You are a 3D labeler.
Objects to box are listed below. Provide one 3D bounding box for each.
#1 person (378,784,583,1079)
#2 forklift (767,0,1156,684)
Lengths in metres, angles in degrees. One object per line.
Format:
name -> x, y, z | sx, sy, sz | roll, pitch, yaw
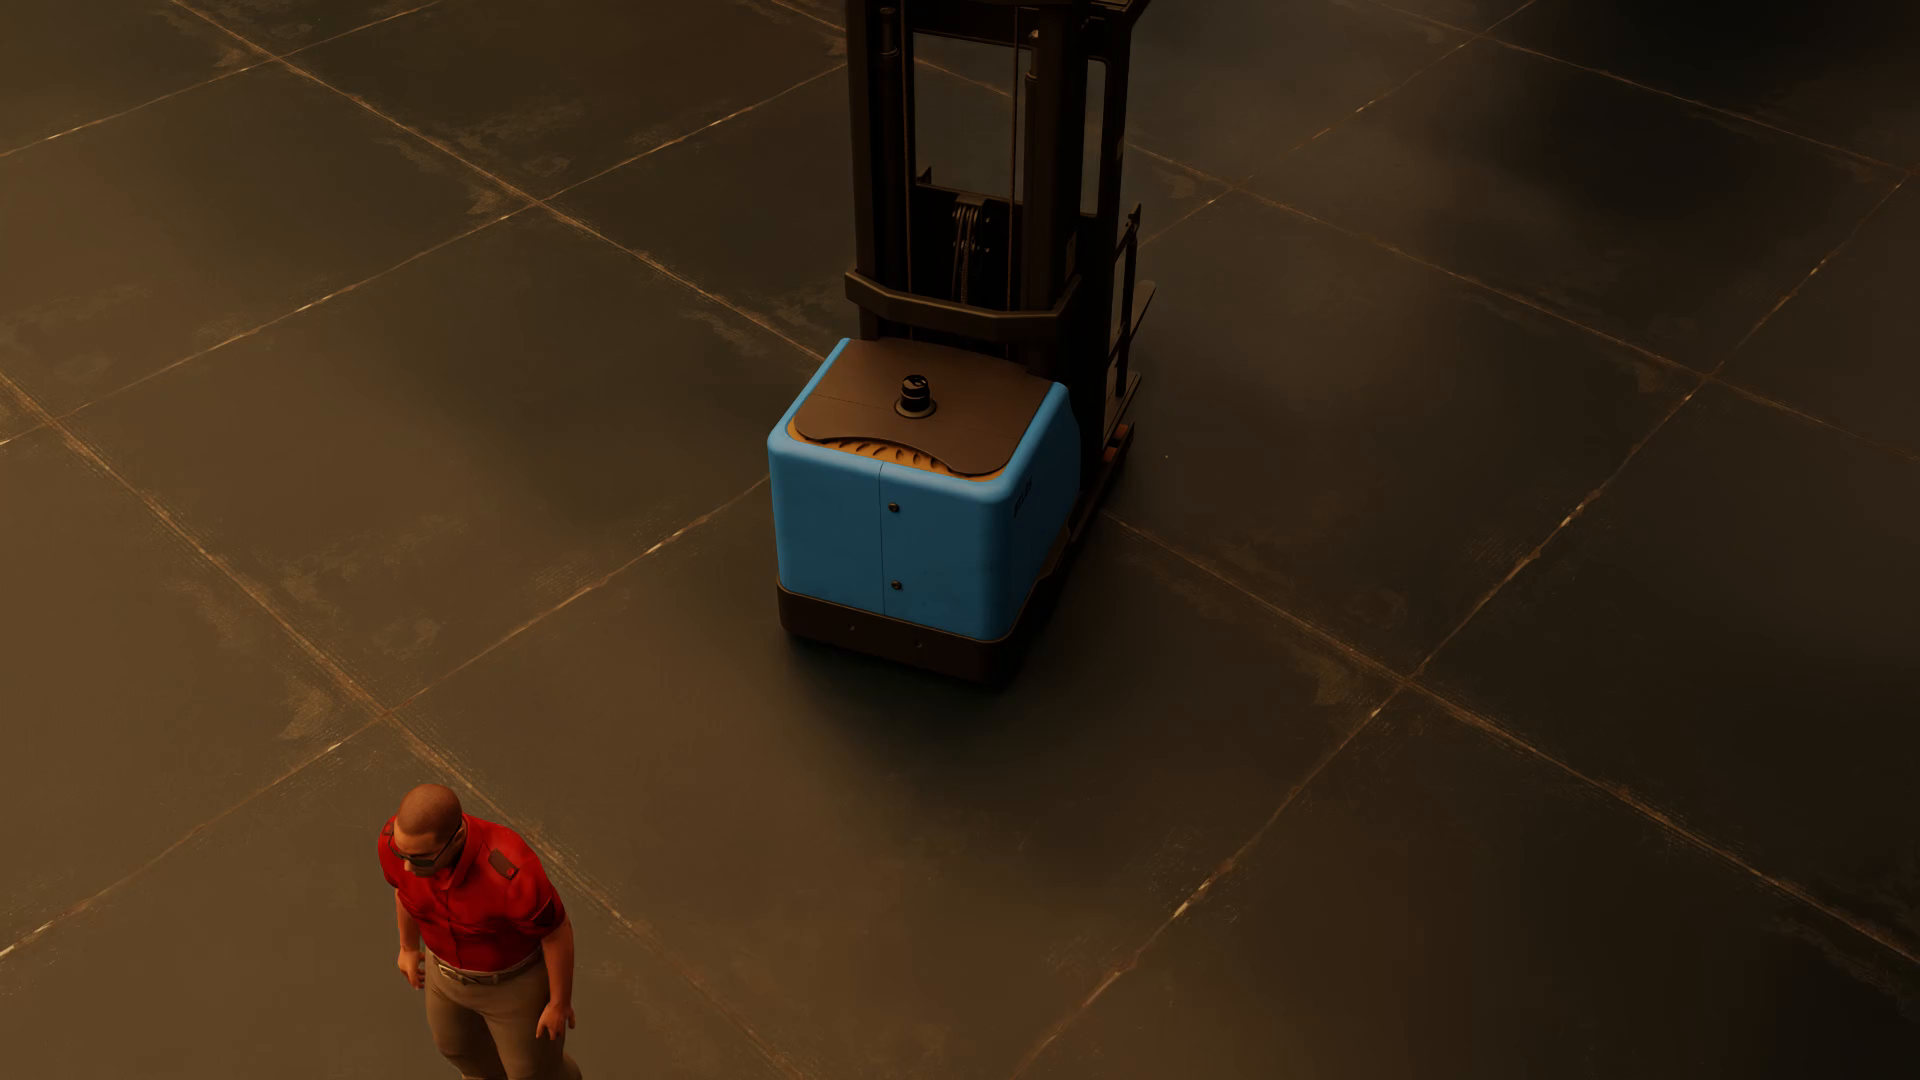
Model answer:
person -> -1.390, 1.271, 4.871 | 0.601, 1.726, 0.399 | 16, 43, 18
forklift -> 0.211, -1.484, 7.158 | 1.130, 2.935, 3.031 | 14, 42, 15
